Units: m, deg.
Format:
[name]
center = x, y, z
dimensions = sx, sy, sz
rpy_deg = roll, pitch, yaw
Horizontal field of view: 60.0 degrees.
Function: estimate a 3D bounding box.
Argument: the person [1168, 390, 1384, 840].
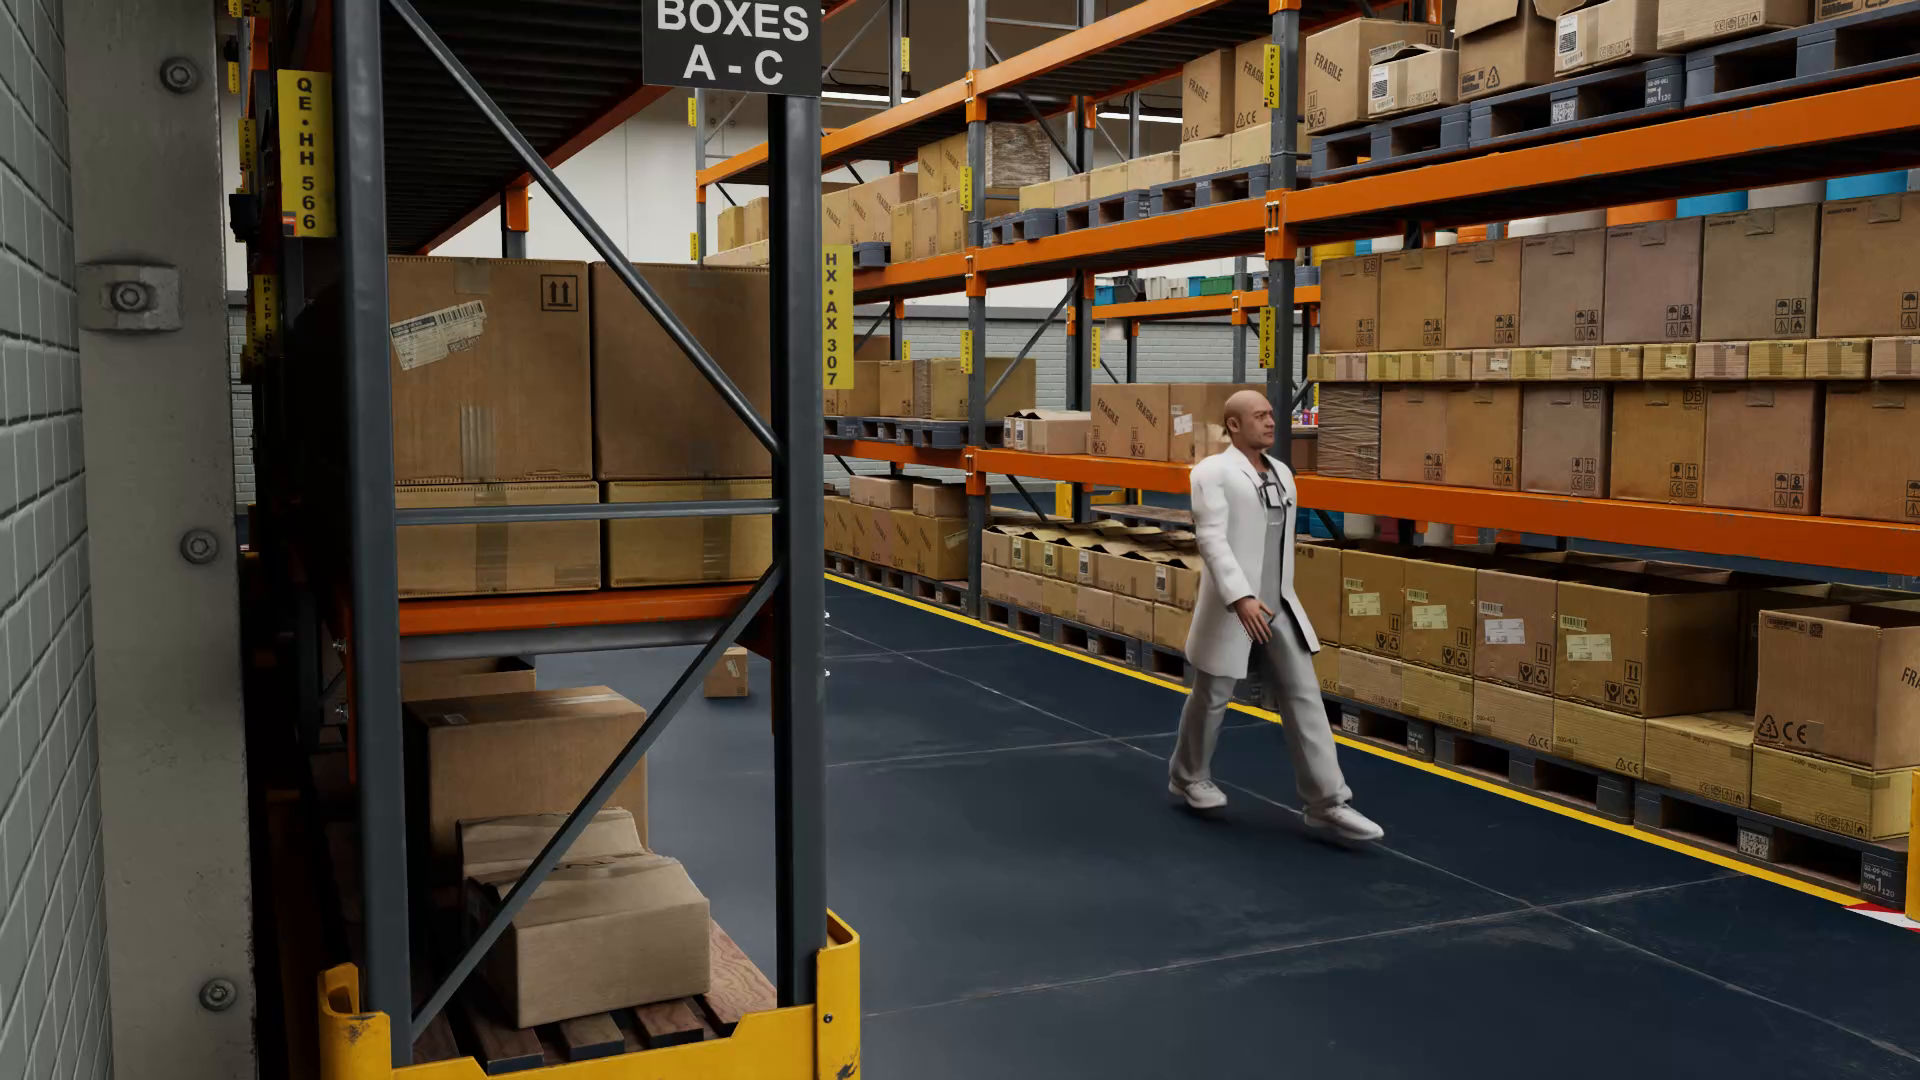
[person]
center = 1.201, 0.271, 6.589
dimensions = 0.567, 1.724, 1.085
rpy_deg = -3, 6, -29
